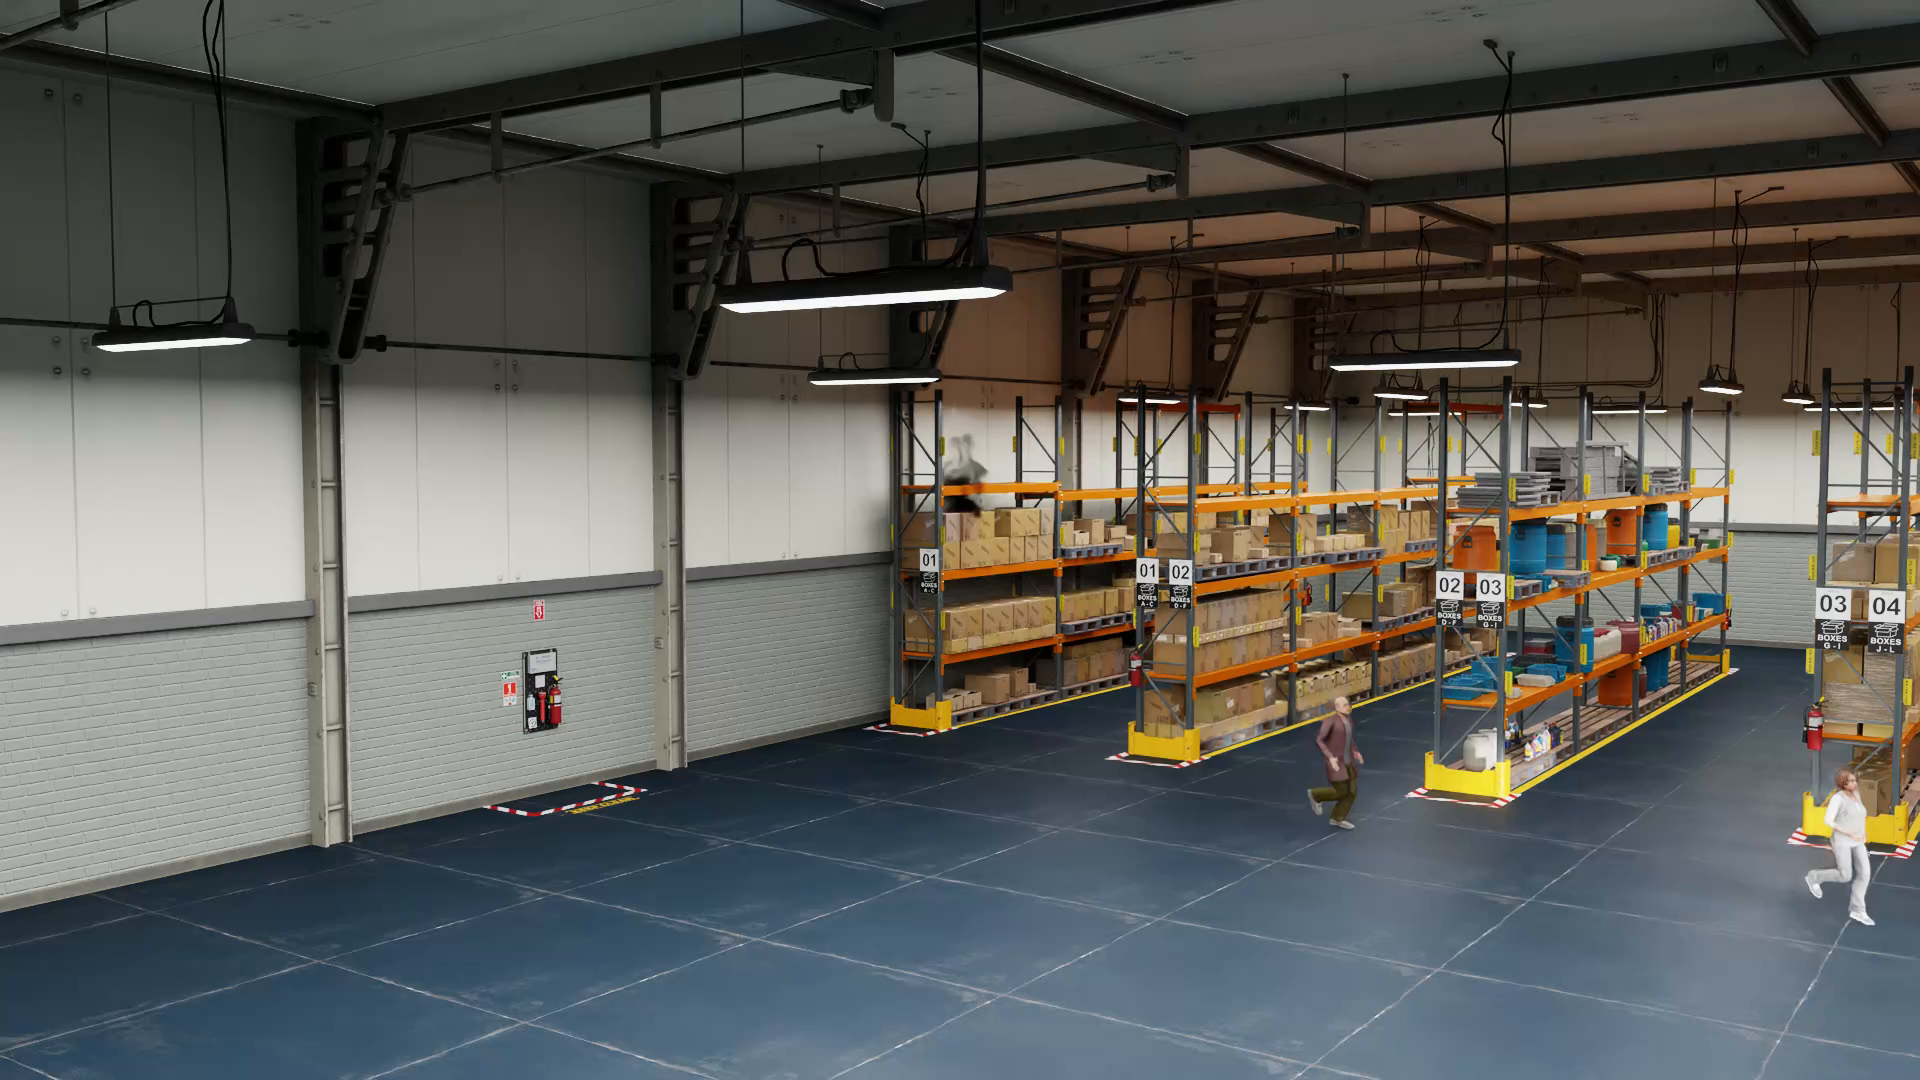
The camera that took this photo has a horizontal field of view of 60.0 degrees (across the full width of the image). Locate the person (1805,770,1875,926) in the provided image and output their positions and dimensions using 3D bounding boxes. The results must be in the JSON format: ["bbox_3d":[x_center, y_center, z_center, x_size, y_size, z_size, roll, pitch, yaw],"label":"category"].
[{"bbox_3d":[9.410,3.232,17.702,0.549,1.586,0.786,-1,4,-23],"label":"person"}]

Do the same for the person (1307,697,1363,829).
[{"bbox_3d":[4.937,2.910,21.914,0.695,1.727,0.672,-2,4,-37],"label":"person"}]
